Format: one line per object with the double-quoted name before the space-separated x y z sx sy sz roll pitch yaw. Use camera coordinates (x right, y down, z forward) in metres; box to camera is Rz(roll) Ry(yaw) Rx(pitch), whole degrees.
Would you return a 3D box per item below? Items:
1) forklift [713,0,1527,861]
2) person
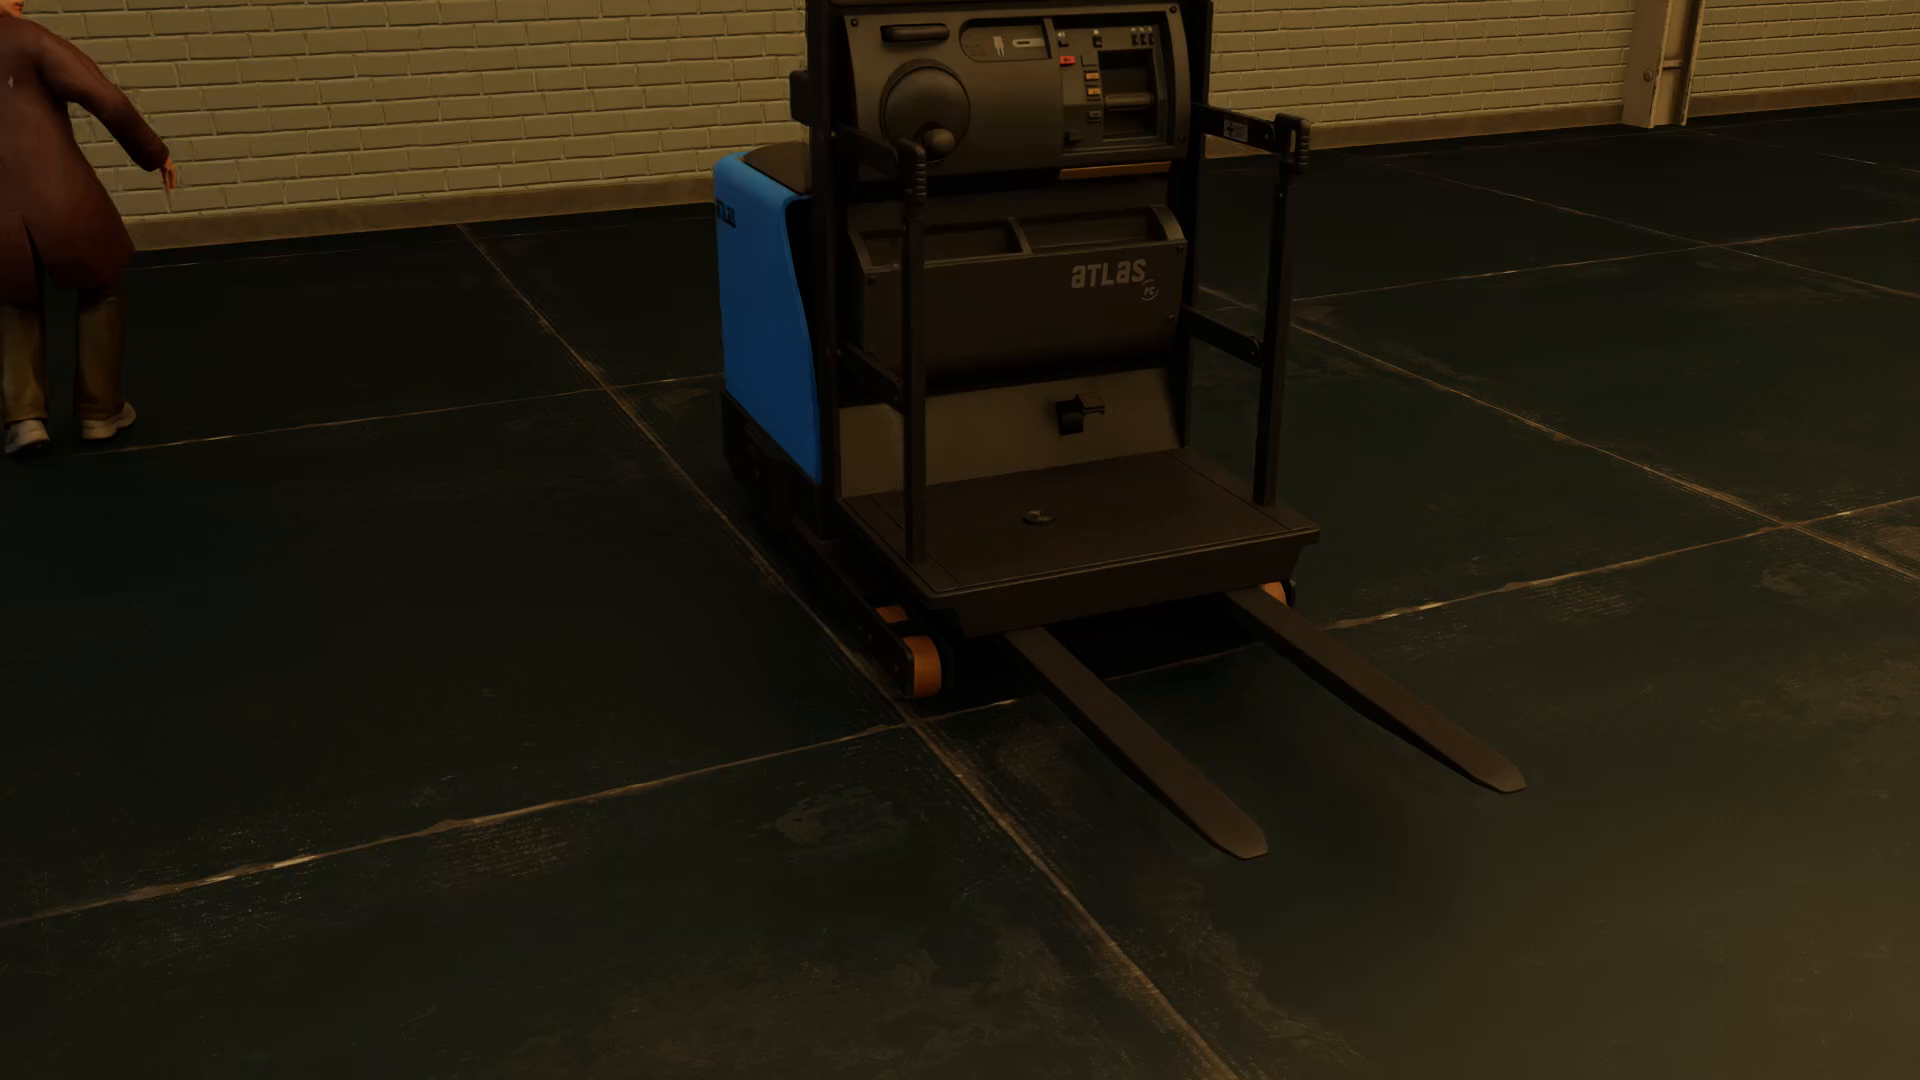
"forklift" 0.244 -1.138 4.027 1.130 2.935 3.031 -9 24 -21
"person" -3.134 -1.157 5.711 0.863 1.697 0.756 -4 23 -8
